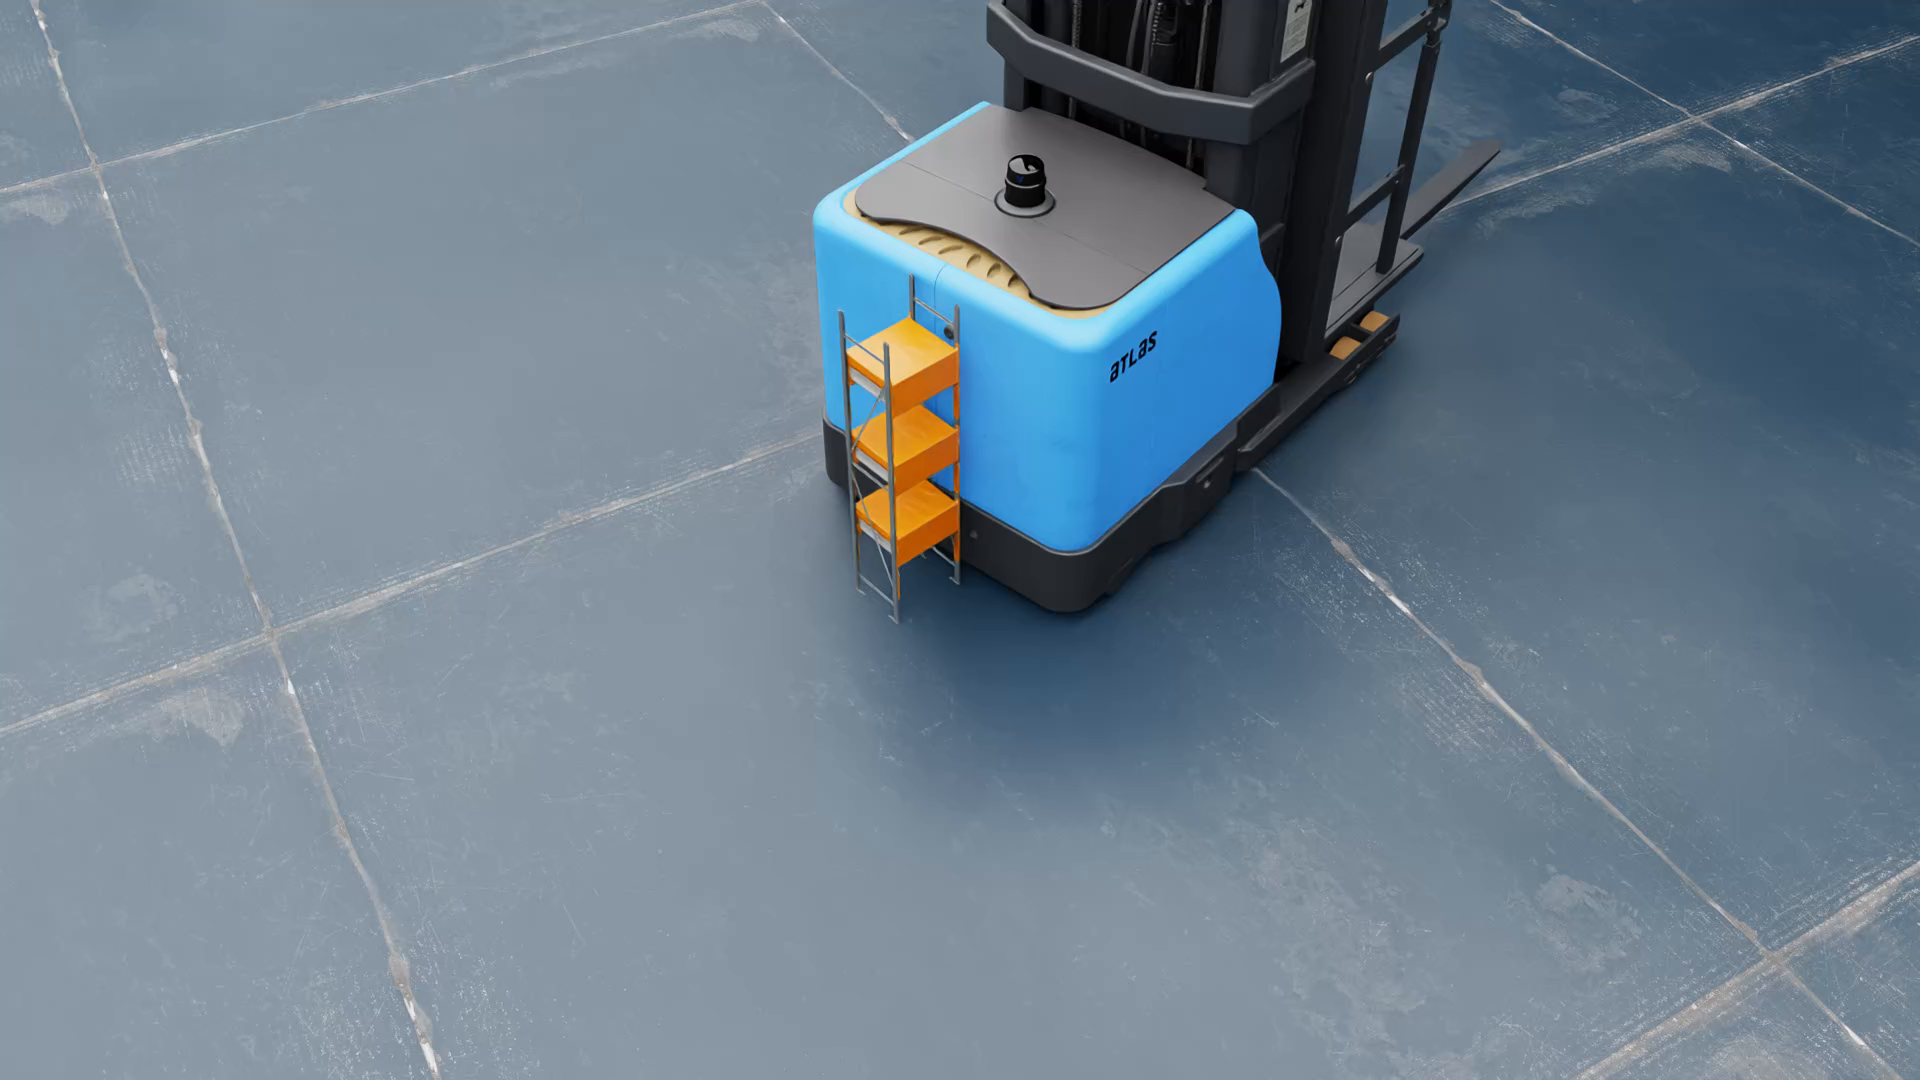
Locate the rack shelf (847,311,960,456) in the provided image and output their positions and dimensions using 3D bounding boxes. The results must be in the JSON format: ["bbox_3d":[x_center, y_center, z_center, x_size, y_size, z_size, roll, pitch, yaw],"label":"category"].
[{"bbox_3d":[-0.160,-0.429,4.545,0.240,0.259,0.215,-32,53,-29],"label":"rack shelf"}]

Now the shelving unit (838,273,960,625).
[{"bbox_3d":[-0.160,-0.232,4.736,0.252,1.050,0.215,-32,53,-29],"label":"shelving unit"}]

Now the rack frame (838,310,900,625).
[{"bbox_3d":[-0.251,-0.176,4.677,0.008,1.050,0.200,-32,53,-29],"label":"rack frame"}]

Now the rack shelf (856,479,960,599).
[{"bbox_3d":[-0.160,-0.025,4.937,0.240,0.259,0.215,-32,53,-29],"label":"rack shelf"}]

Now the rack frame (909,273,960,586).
[{"bbox_3d":[-0.069,-0.289,4.794,0.008,1.050,0.200,-32,53,-29],"label":"rack frame"}]

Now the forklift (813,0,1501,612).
[{"bbox_3d":[0.900,-1.796,4.996,1.130,2.935,3.031,30,52,28],"label":"forklift"}]

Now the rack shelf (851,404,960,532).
[{"bbox_3d":[-0.160,-0.225,4.743,0.240,0.259,0.215,-32,53,-29],"label":"rack shelf"}]
